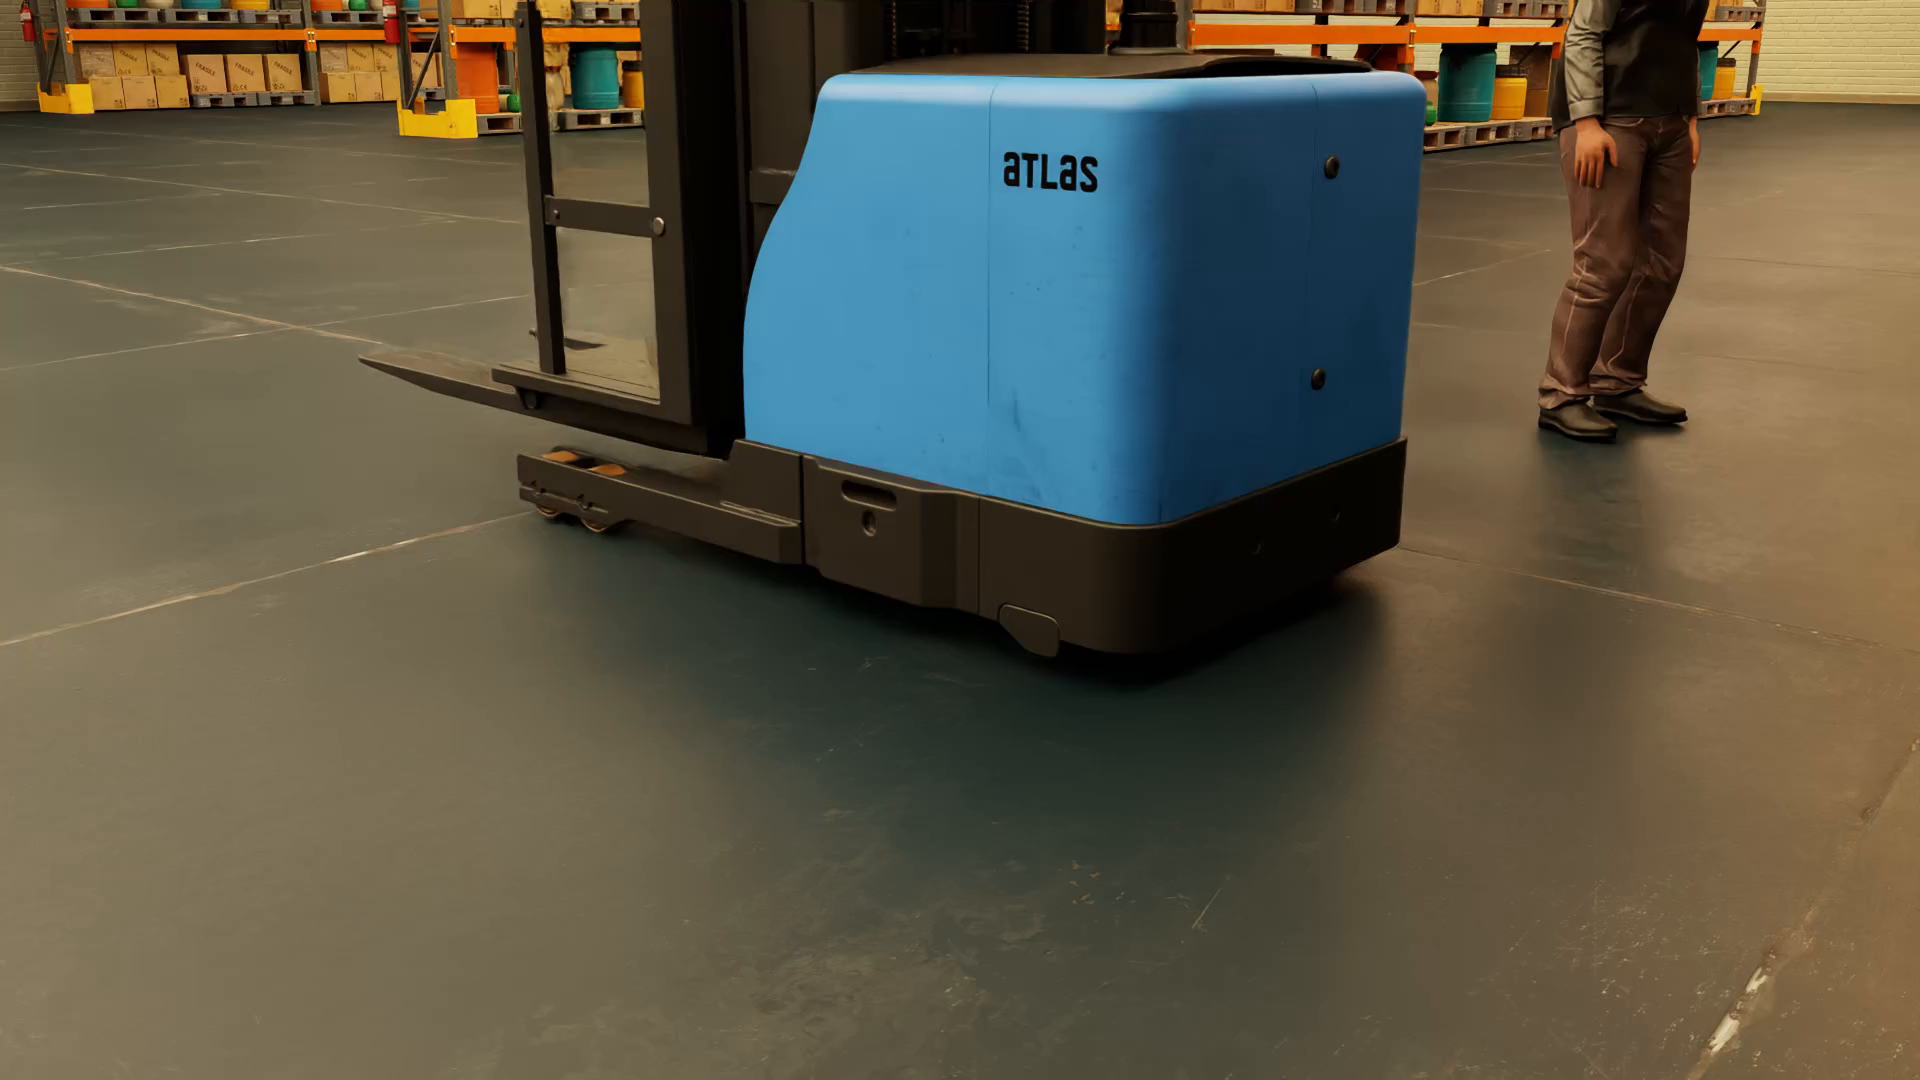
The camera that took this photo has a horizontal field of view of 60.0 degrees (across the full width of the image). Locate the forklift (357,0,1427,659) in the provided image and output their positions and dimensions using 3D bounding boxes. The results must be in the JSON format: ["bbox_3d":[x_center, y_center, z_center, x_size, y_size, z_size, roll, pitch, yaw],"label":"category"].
[{"bbox_3d":[-0.460,-1.519,3.901,3.031,2.935,1.130,15,22,40],"label":"forklift"}]

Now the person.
[{"bbox_3d":[1.975,-1.190,4.903,0.582,1.719,0.424,-11,20,-33],"label":"person"}]
